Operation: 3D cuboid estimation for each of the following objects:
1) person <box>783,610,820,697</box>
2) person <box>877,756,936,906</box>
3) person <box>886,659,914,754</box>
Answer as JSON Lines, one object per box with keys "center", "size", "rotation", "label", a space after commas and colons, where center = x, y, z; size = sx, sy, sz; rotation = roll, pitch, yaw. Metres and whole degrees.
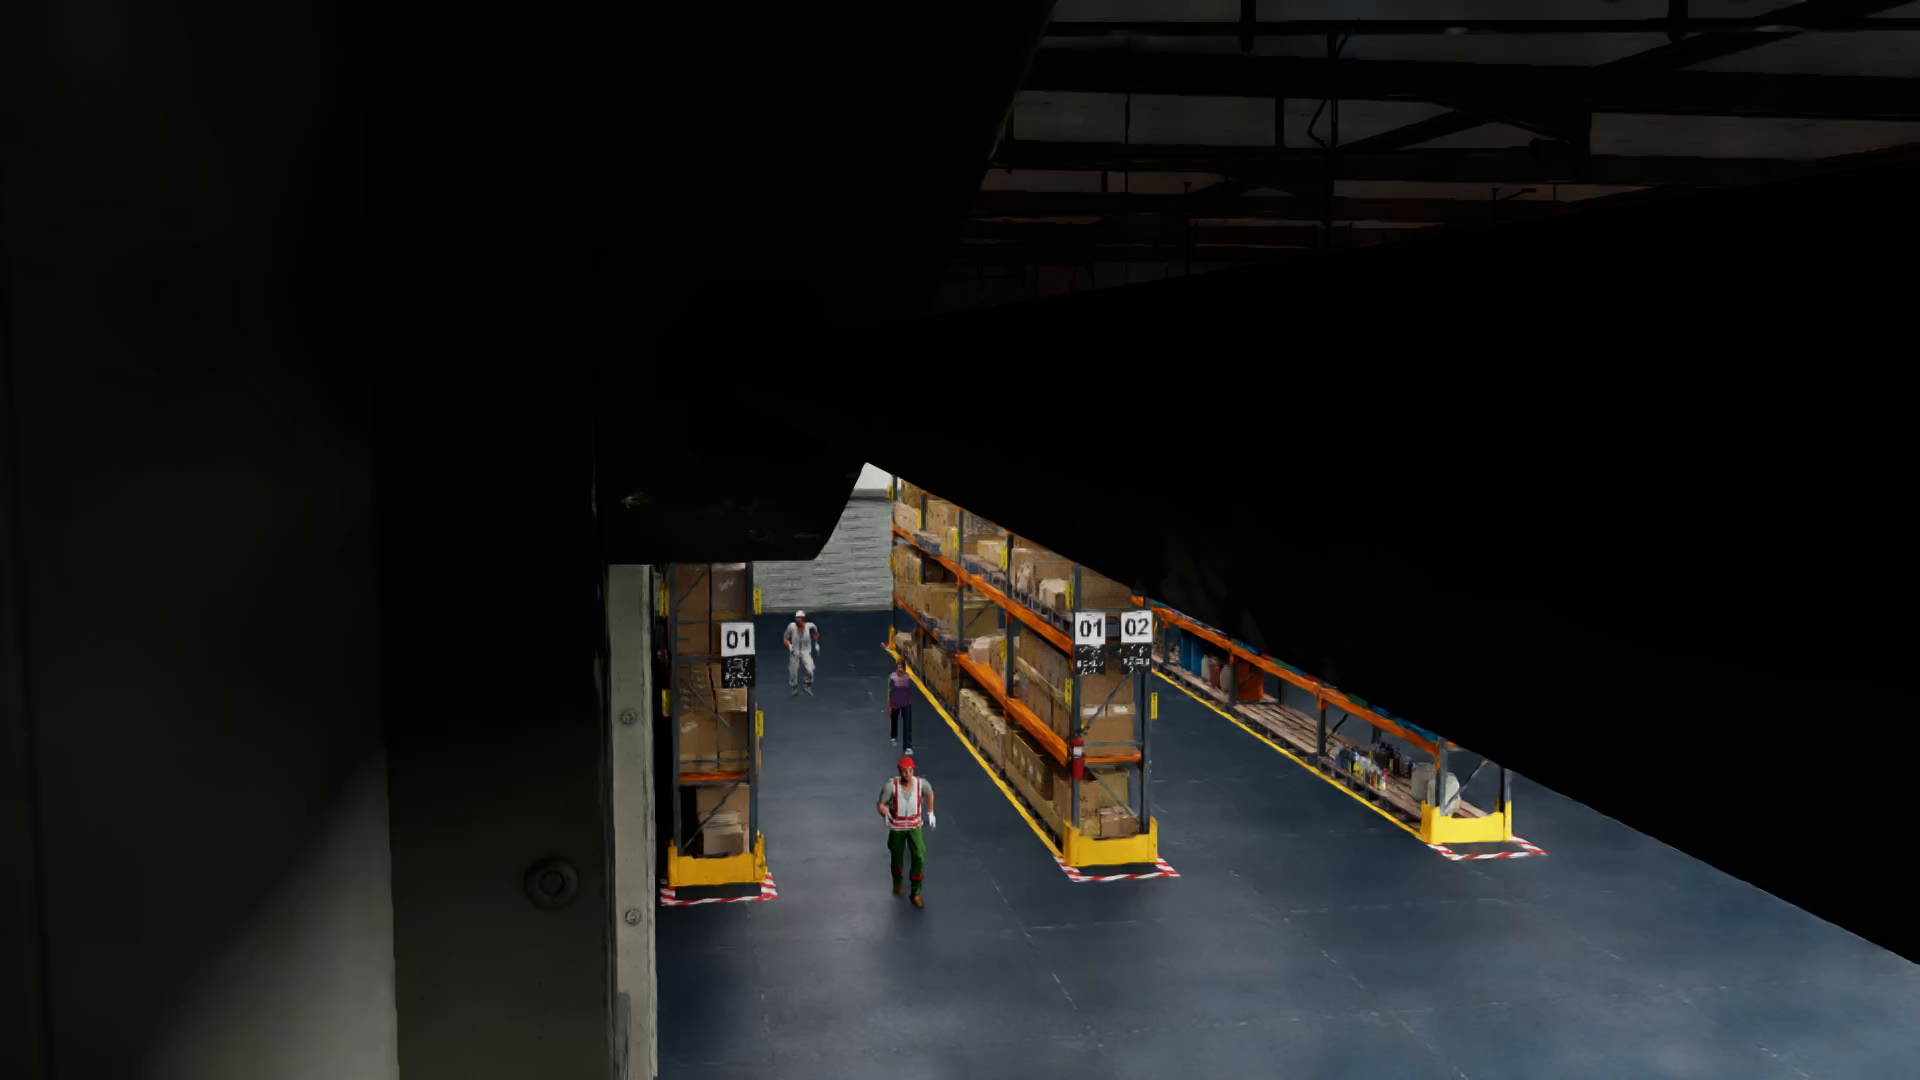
{"center": [-2.962, 2.130, 31.112], "size": [0.688, 1.712, 0.782], "rotation": [-1, 6, -5], "label": "person"}
{"center": [-0.619, 3.363, 19.533], "size": [0.702, 1.721, 0.835], "rotation": [-1, 6, -5], "label": "person"}
{"center": [-0.985, 2.656, 26.917], "size": [0.417, 1.516, 1.037], "rotation": [-1, 6, -8], "label": "person"}
